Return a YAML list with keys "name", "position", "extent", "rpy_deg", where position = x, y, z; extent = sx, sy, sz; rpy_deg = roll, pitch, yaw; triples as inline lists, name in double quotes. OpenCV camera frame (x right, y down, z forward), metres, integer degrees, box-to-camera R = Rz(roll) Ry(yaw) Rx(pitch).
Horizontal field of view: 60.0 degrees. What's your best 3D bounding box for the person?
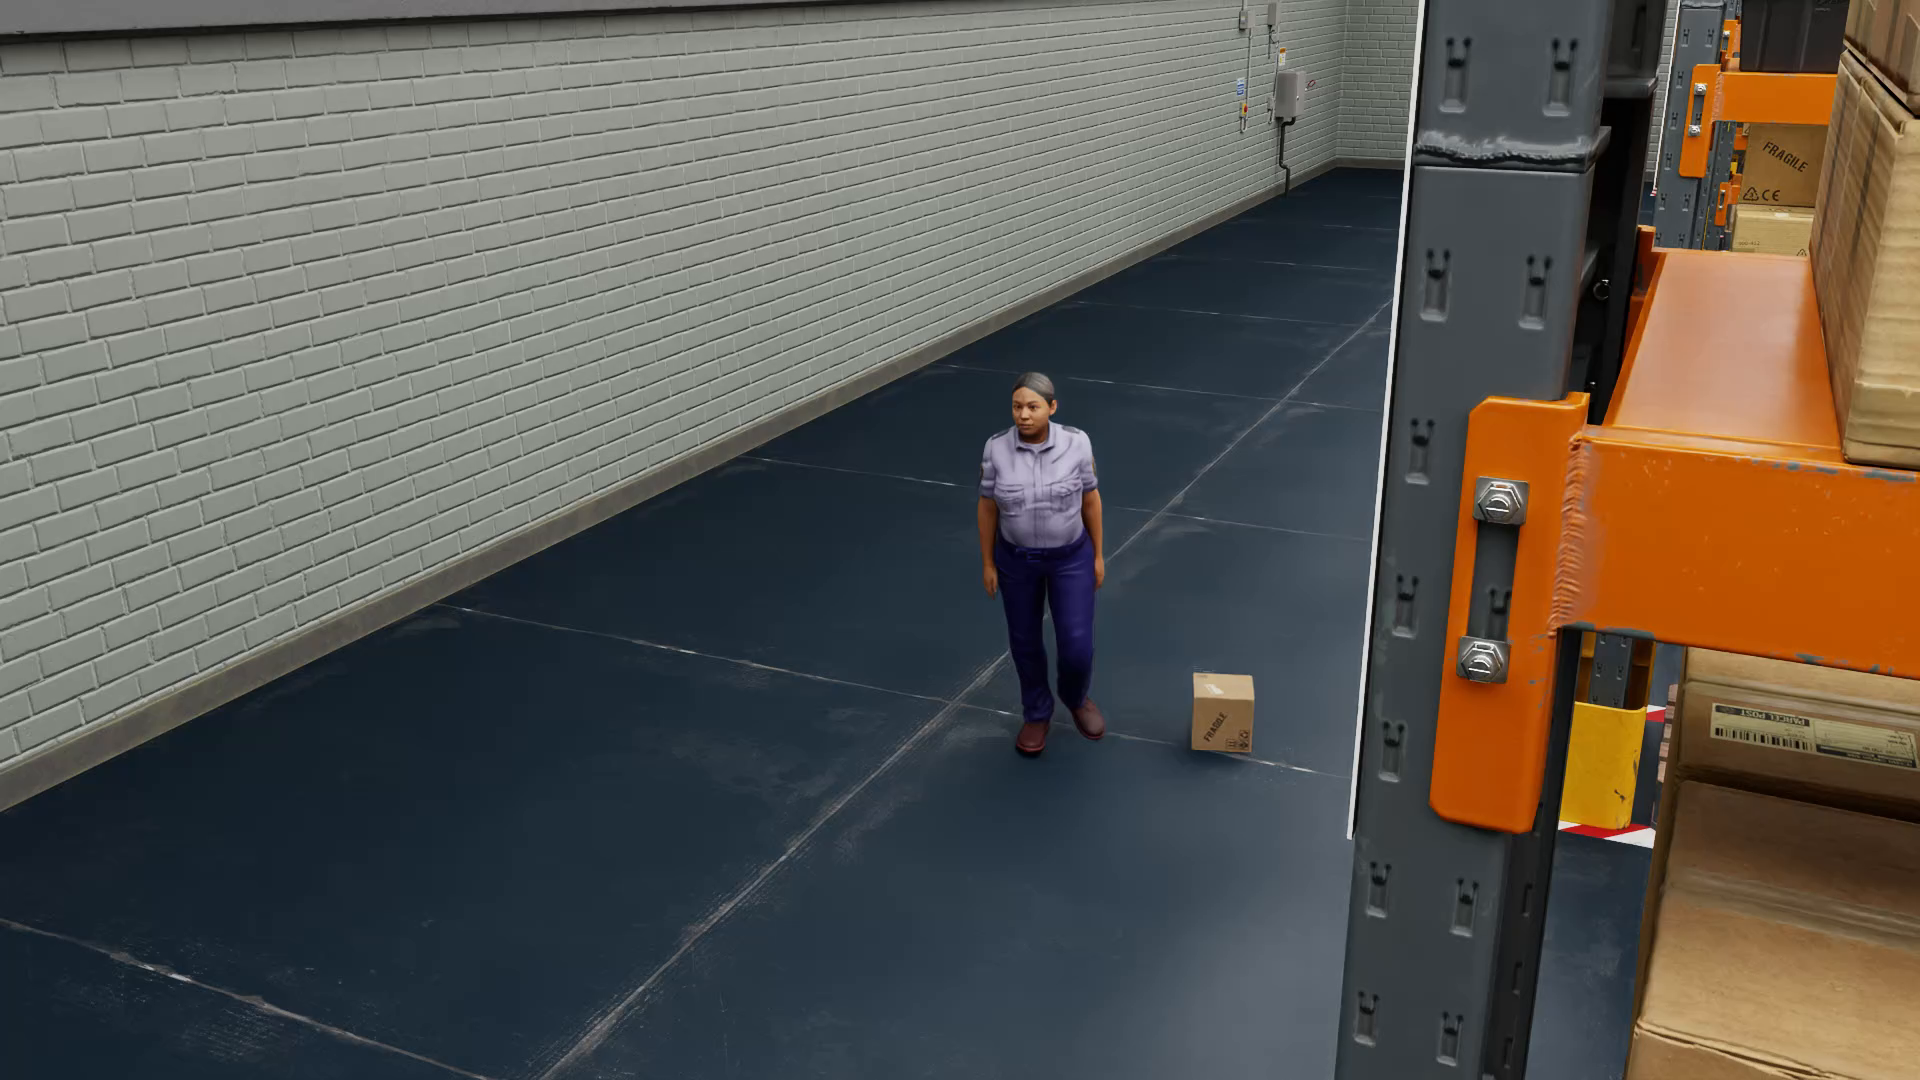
- name: "person"
  position: [0.339, 0.106, 6.752]
  extent: [0.542, 1.638, 0.445]
  rpy_deg: [3, 19, 9]
